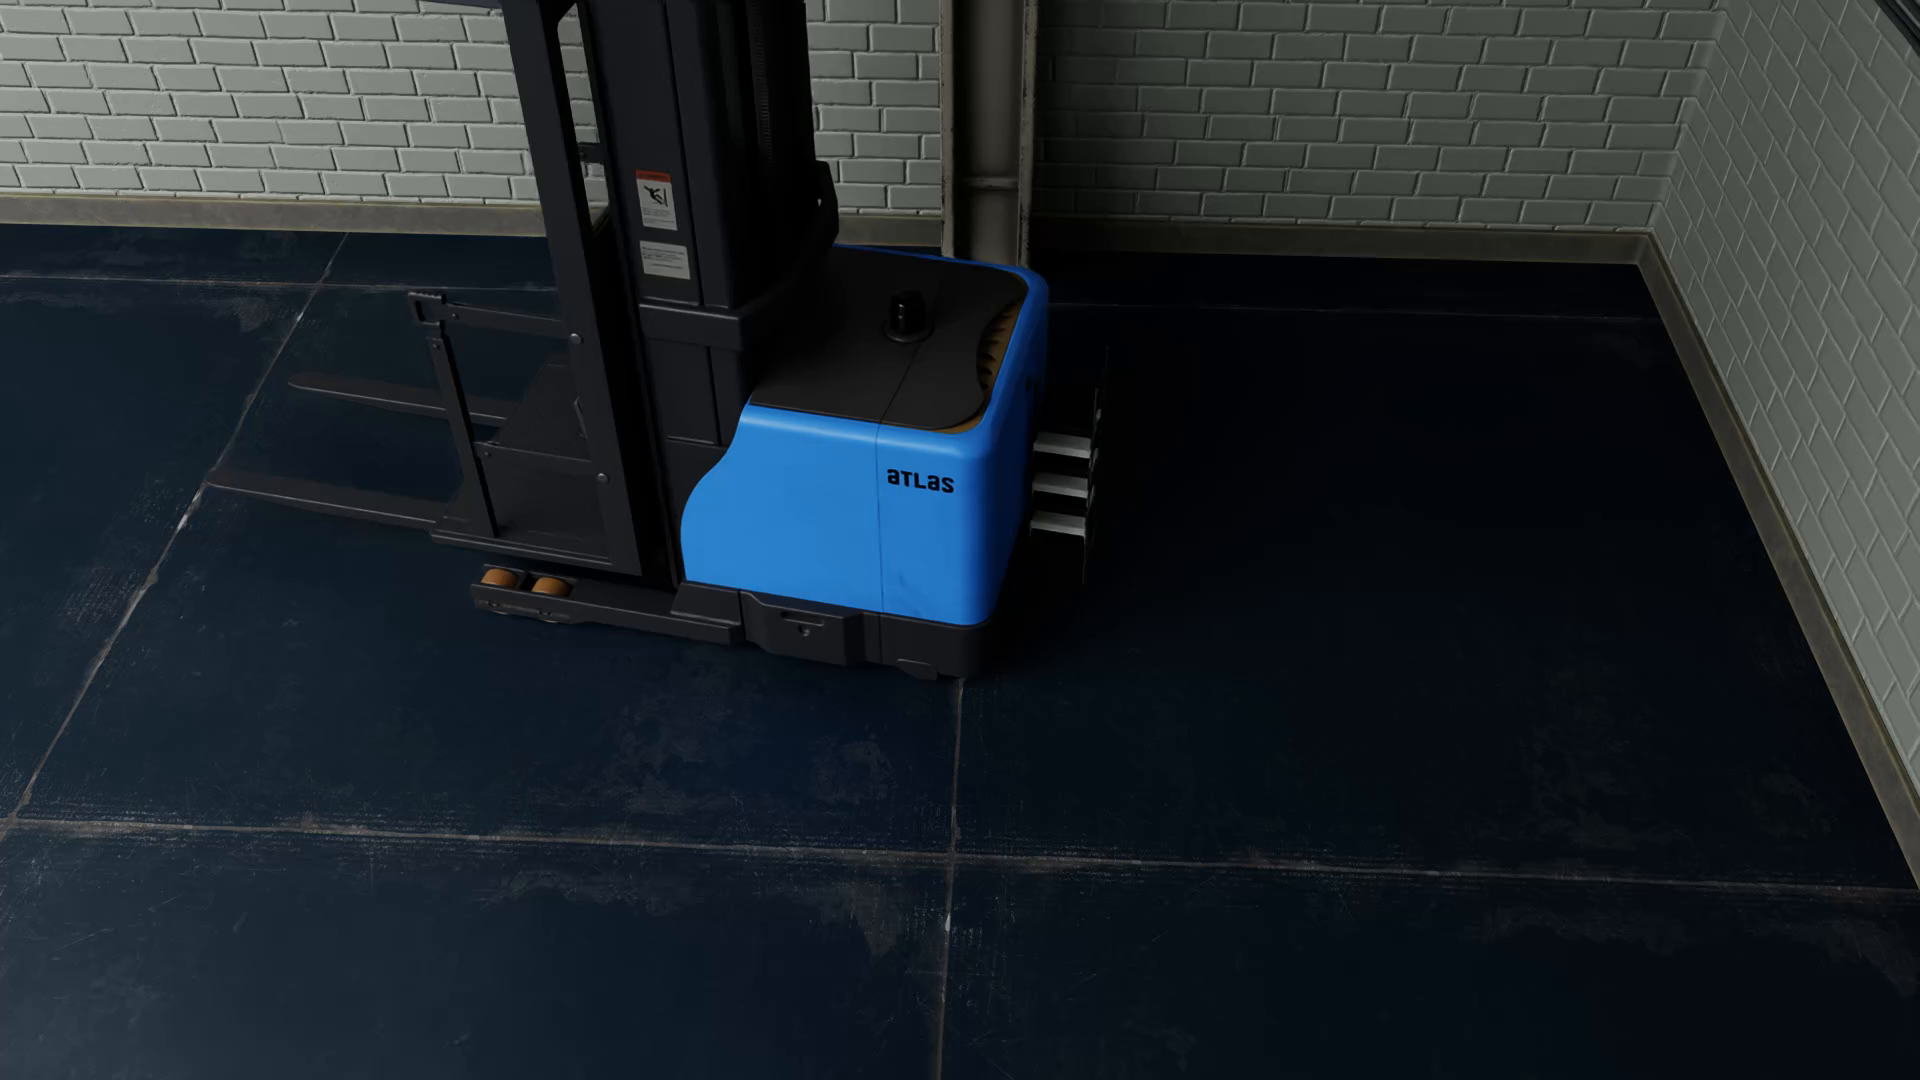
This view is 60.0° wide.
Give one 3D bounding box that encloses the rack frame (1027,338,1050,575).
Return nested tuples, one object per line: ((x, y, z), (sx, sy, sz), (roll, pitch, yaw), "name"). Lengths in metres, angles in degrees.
((0.276, -0.279, 5.890), (0.006, 0.900, 0.240), (9, 44, 9), "rack frame")

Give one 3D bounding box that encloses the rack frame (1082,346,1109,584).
((0.474, -0.248, 5.856), (0.006, 0.900, 0.240), (9, 44, 9), "rack frame")

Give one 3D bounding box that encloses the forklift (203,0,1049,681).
((-1.256, -1.117, 5.299), (3.031, 2.935, 1.130), (9, 44, 9), "forklift")

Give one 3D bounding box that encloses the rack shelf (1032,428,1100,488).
((0.375, -0.305, 5.834), (0.200, 0.077, 0.258), (9, 44, 9), "rack shelf")

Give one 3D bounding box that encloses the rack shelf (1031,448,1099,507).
((0.375, -0.239, 5.896), (0.200, 0.077, 0.258), (9, 44, 9), "rack shelf")

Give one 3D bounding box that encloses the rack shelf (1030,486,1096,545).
((0.375, -0.108, 6.018), (0.200, 0.077, 0.258), (9, 44, 9), "rack shelf")

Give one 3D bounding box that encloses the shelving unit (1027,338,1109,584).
((0.375, -0.264, 5.873), (0.210, 0.900, 0.258), (9, 44, 9), "shelving unit")

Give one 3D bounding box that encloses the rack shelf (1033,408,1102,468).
((0.375, -0.371, 5.773), (0.200, 0.077, 0.258), (9, 44, 9), "rack shelf")

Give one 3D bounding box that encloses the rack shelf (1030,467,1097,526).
((0.375, -0.173, 5.957), (0.200, 0.077, 0.258), (9, 44, 9), "rack shelf")

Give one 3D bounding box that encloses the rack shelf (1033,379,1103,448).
((0.375, -0.437, 5.712), (0.200, 0.077, 0.258), (9, 44, 9), "rack shelf")

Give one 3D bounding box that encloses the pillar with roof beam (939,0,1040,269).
((-0.071, -1.634, 1.402), (0.400, 9.000, 9.100), (2, 43, 2), "pillar with roof beam")
